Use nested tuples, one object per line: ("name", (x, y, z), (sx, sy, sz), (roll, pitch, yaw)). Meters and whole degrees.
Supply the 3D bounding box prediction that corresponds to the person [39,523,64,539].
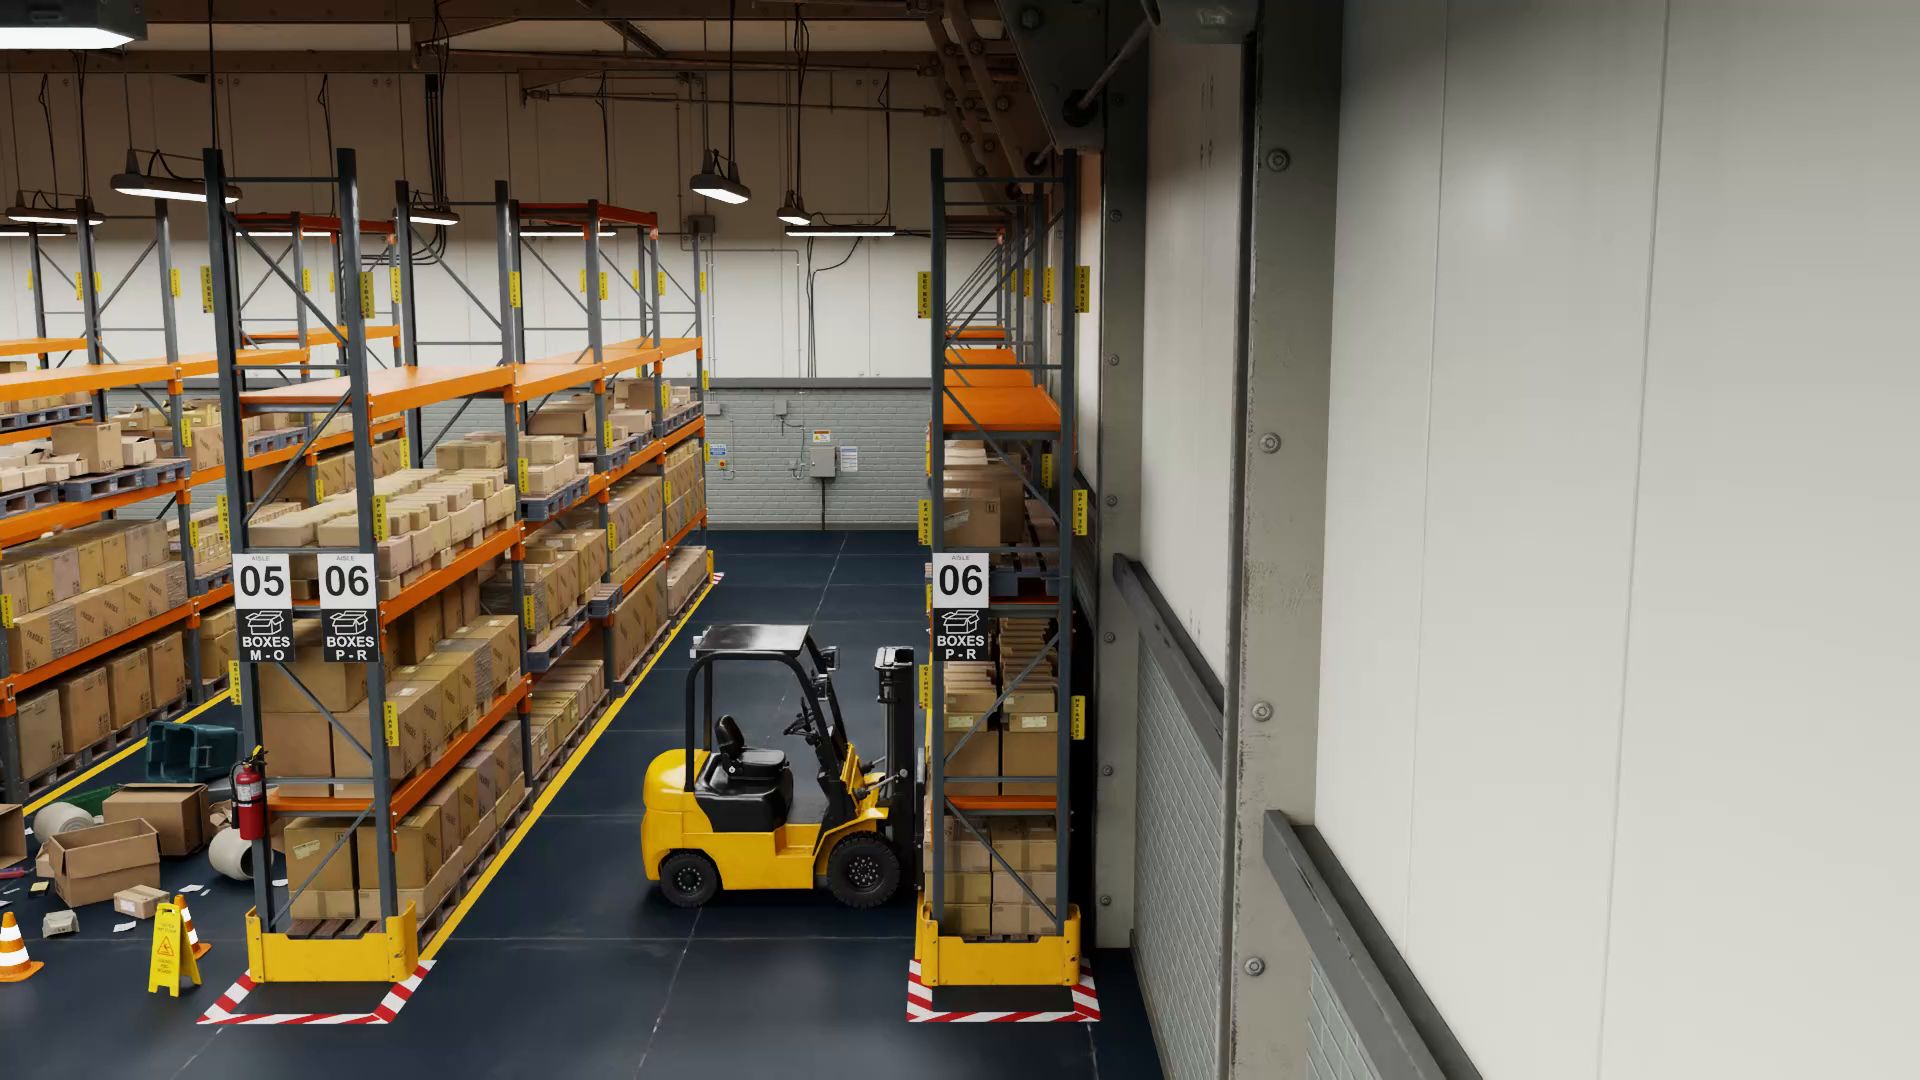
("person", (-12.798, 0.527, 23.690), (0.715, 1.776, 0.926), (-1, 9, -5))
